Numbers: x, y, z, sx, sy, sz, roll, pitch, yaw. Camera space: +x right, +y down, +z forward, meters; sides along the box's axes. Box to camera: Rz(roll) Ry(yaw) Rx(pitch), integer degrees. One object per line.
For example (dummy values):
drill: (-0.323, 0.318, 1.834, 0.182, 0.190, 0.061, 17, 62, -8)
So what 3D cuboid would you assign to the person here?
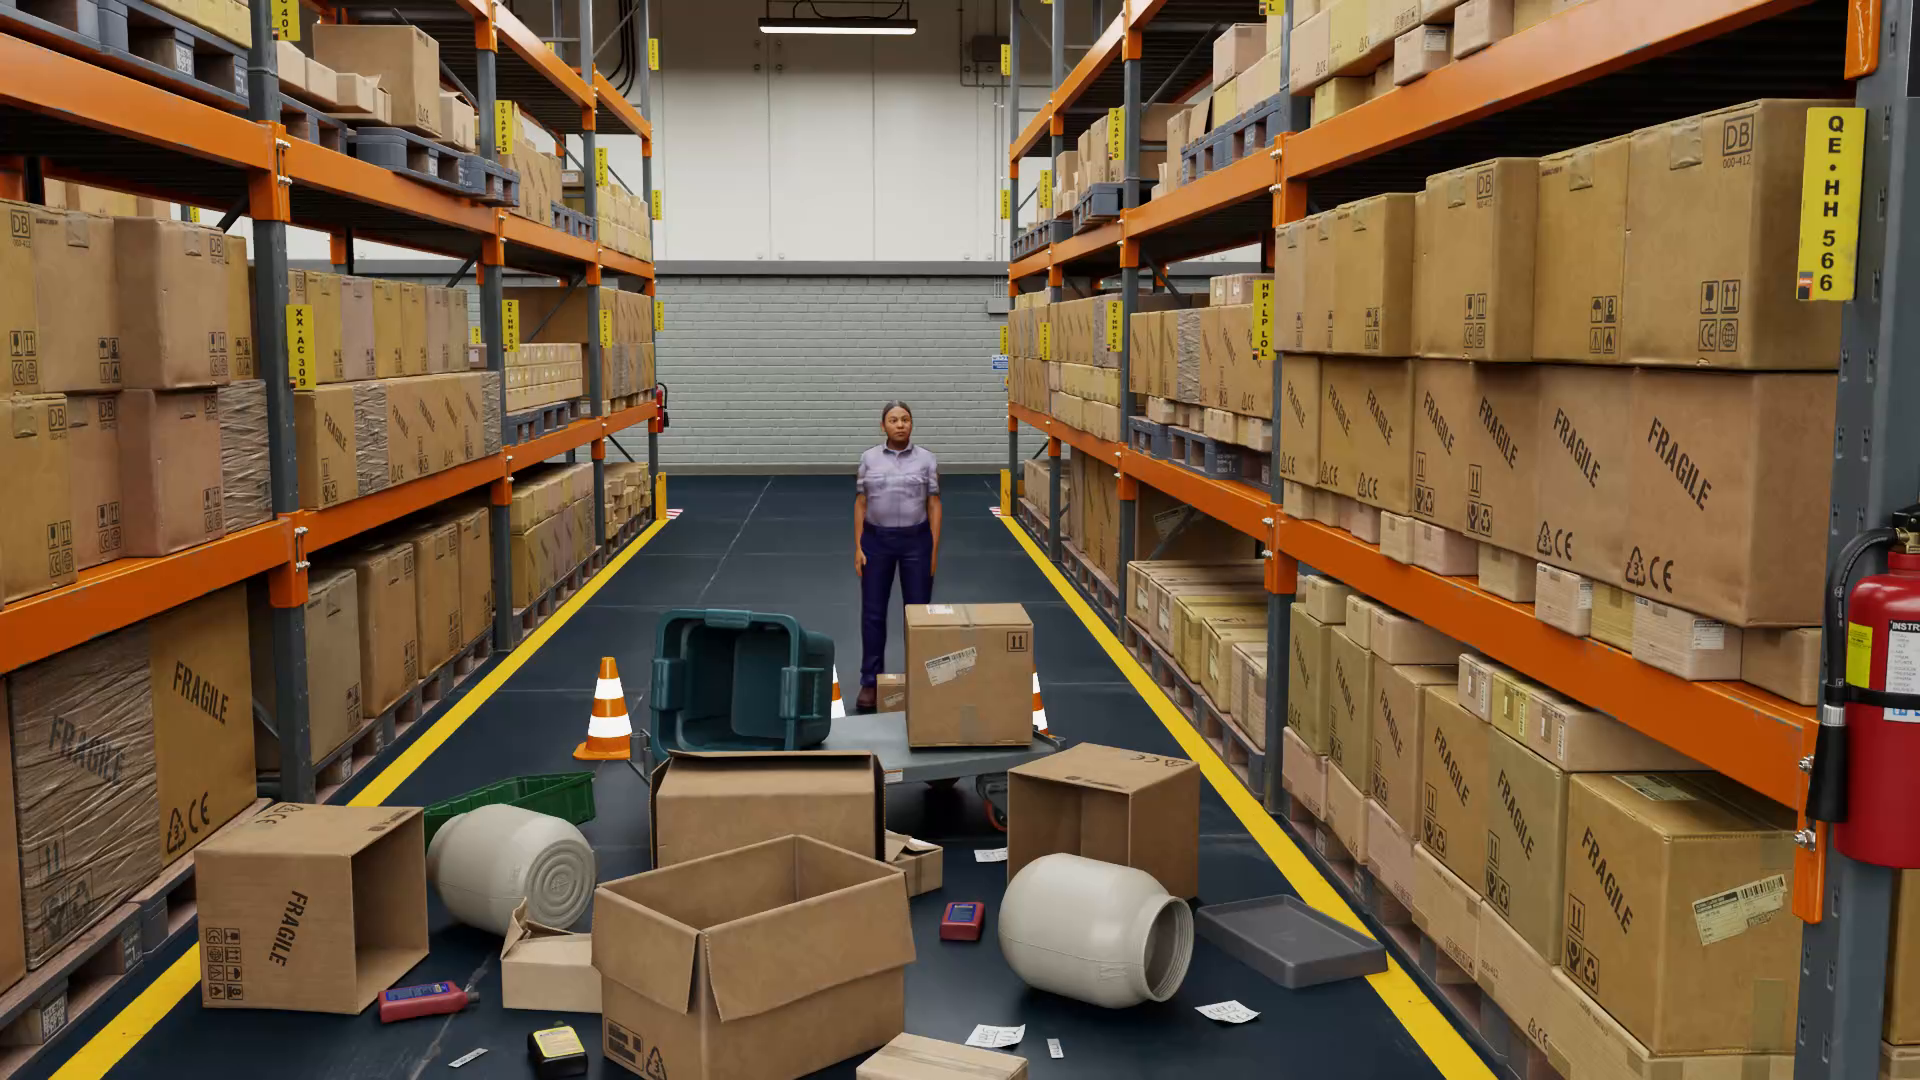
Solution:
person: (-0.340, 0.071, 9.036, 0.478, 1.655, 0.366, 0, 7, 3)
